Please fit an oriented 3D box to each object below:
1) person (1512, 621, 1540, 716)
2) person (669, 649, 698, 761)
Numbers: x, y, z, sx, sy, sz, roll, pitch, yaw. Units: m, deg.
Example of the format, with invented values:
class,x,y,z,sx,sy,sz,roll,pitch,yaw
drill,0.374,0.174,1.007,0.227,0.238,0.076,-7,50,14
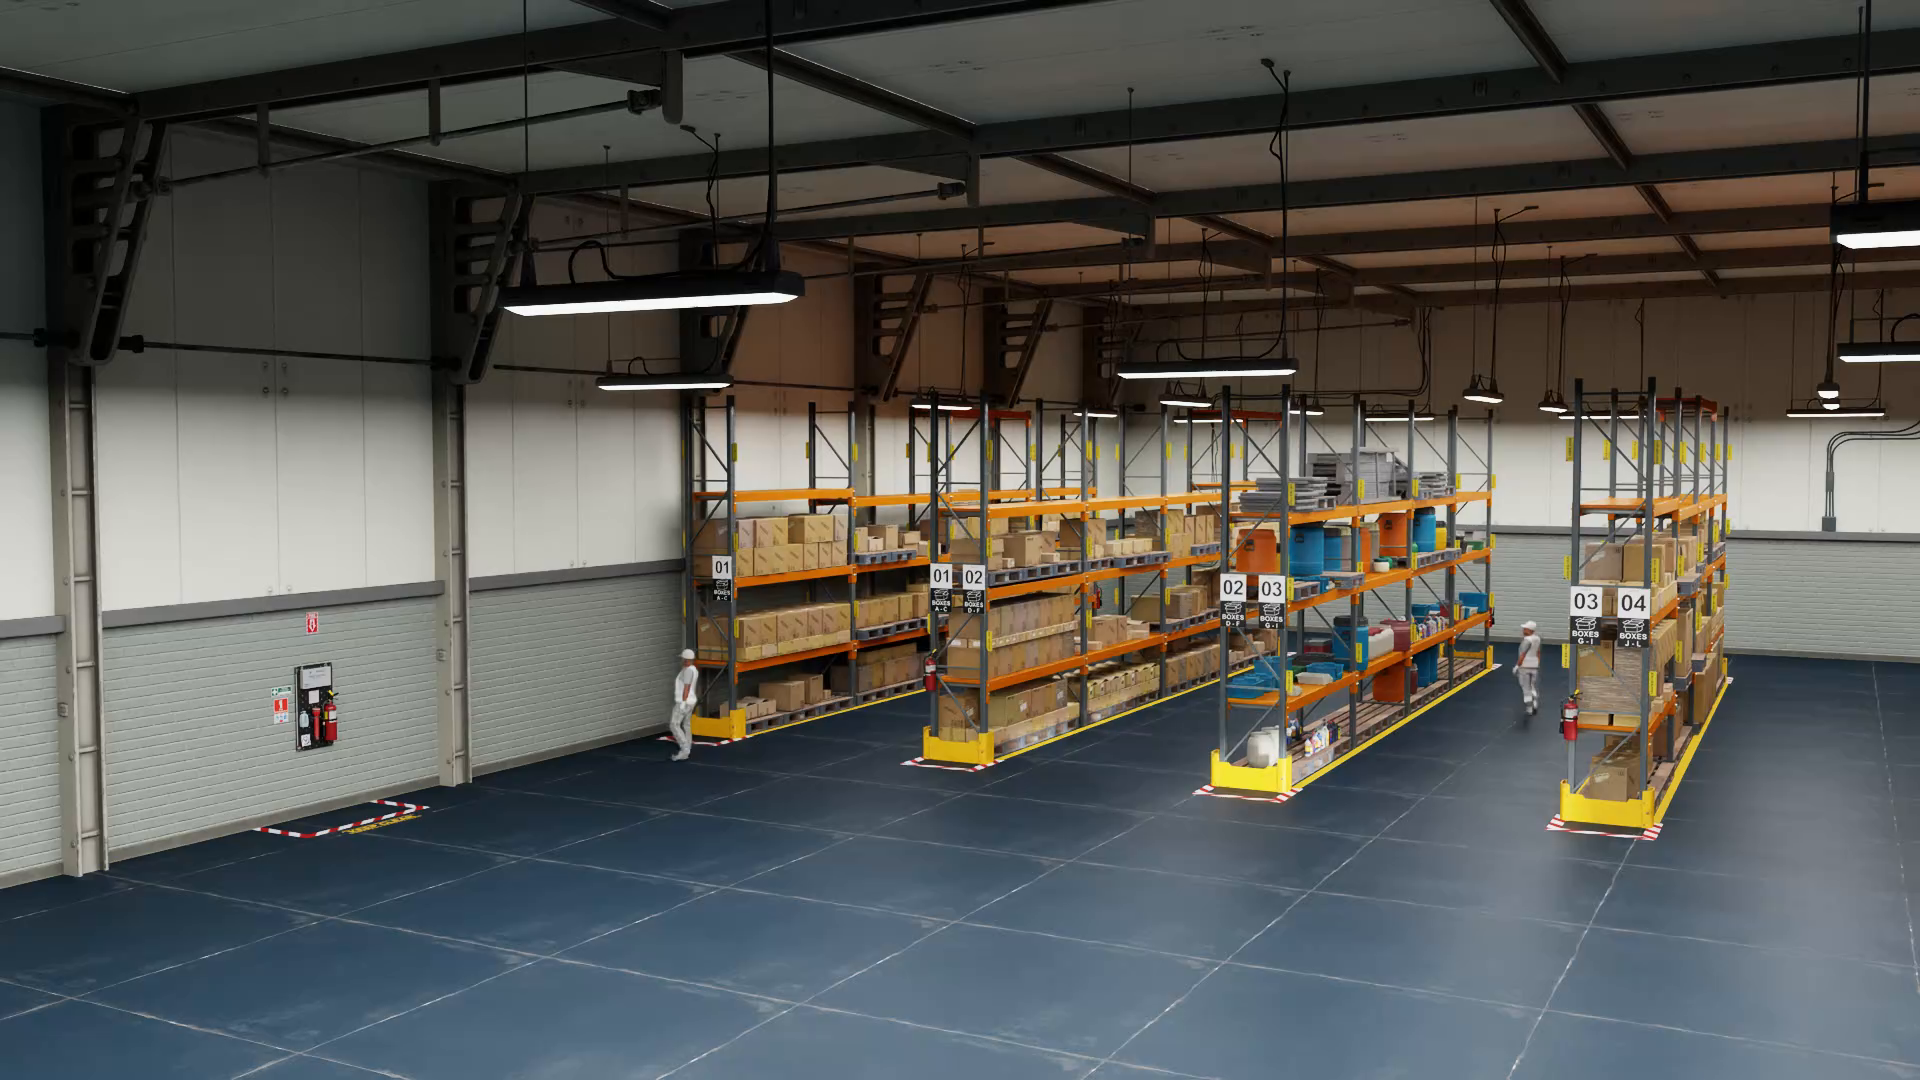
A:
class,x,y,z,sx,sy,sz,roll,pitch,yaw
person,10.773,2.451,31.598,0.585,1.831,0.474,-1,3,-13
person,-4.512,2.679,27.131,0.424,1.789,0.632,0,3,2
